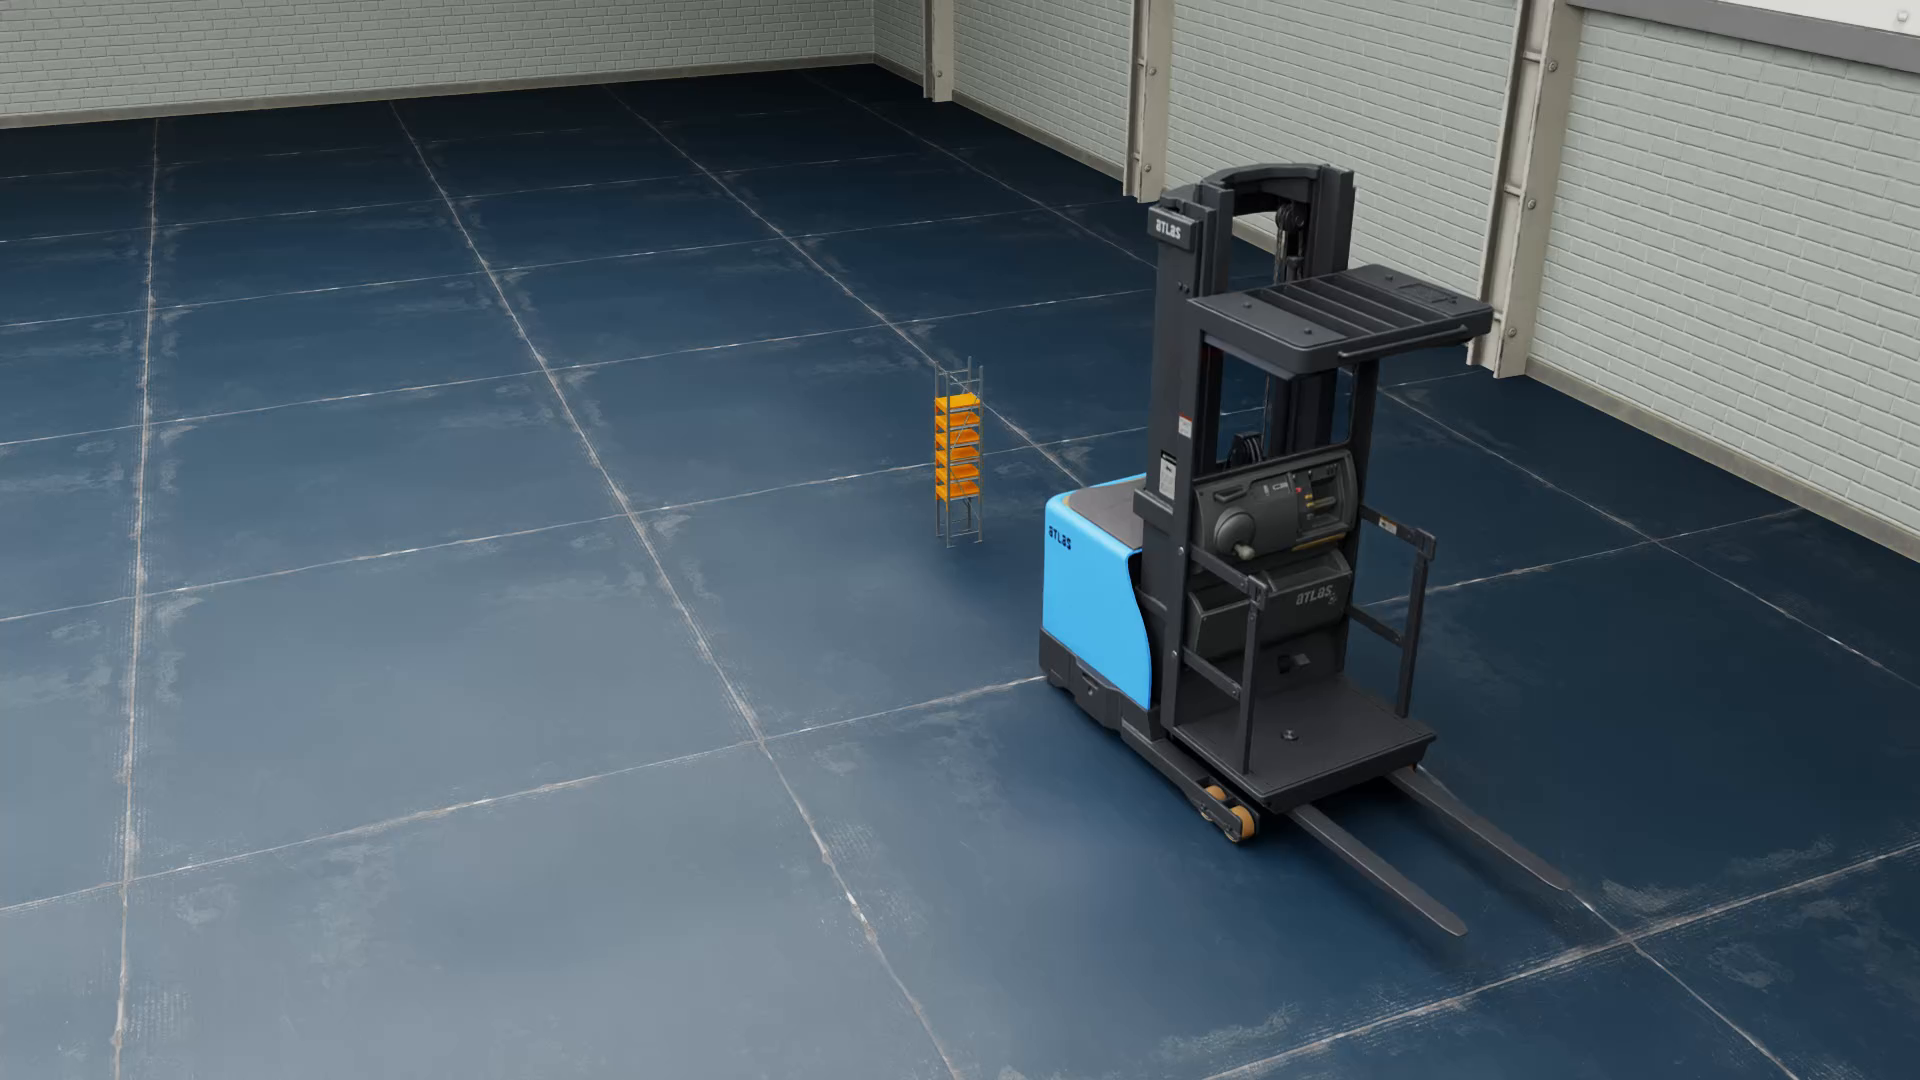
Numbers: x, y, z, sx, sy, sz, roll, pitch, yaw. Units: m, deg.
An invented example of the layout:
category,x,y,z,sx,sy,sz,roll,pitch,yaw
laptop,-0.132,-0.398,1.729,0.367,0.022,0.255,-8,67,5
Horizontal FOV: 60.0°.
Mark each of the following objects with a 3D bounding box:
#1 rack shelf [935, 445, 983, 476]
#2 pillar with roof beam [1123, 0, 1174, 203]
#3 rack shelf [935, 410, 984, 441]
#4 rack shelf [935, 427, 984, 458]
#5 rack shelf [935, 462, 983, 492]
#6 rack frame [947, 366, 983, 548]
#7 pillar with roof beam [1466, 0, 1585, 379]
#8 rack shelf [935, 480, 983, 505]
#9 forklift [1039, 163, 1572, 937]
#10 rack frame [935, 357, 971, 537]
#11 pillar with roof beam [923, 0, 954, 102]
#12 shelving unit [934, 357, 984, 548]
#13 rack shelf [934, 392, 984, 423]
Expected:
category,x,y,z,sx,sy,sz,roll,pitch,yaw
rack shelf,-0.006,-0.505,10.518,0.258,0.103,0.180,-11,28,-21
pillar with roof beam,-1.913,-7.134,15.104,9.100,9.000,0.400,-11,28,-21
rack shelf,-0.006,-0.721,10.413,0.258,0.103,0.180,-11,28,-21
rack shelf,-0.006,-0.613,10.466,0.258,0.103,0.180,-11,28,-21
rack shelf,-0.006,-0.397,10.571,0.258,0.103,0.180,-11,28,-21
rack frame,0.030,-0.508,10.423,0.240,1.200,0.006,-11,28,-21
pillar with roof beam,0.437,-4.712,10.143,9.100,9.000,0.400,-11,28,-21
rack shelf,-0.006,-0.289,10.624,0.258,0.103,0.180,-11,28,-21
forklift,1.604,-0.125,7.665,1.130,2.935,3.031,-14,29,-26
rack frame,-0.042,-0.582,10.574,0.240,1.200,0.006,-11,28,-21
pillar with roof beam,-4.263,-9.556,20.066,9.100,9.000,0.400,-11,28,-21
shelving unit,-0.006,-0.545,10.499,0.258,1.200,0.189,-11,28,-21
rack shelf,-0.006,-0.829,10.360,0.258,0.103,0.180,-11,28,-21
